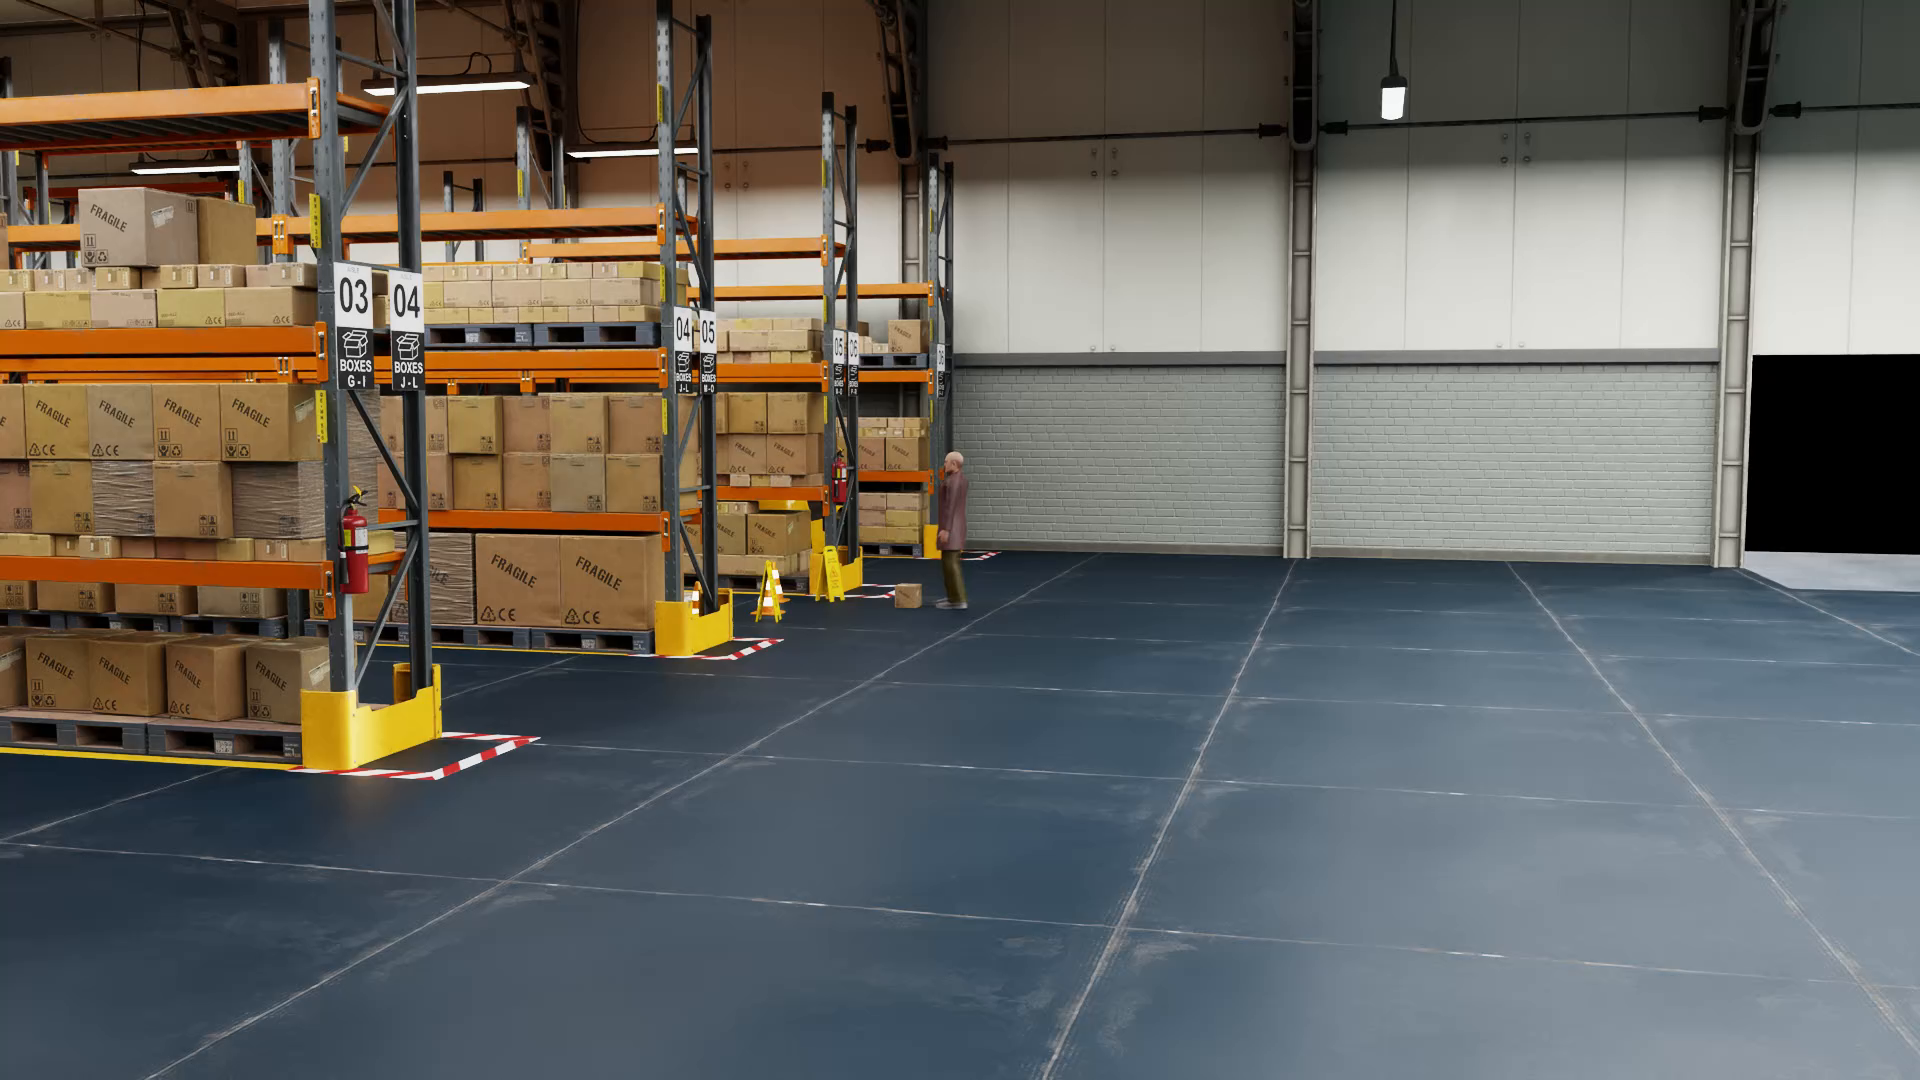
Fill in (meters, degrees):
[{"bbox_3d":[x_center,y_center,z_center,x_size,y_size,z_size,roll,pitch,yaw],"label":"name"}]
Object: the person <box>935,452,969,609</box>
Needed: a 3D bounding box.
[{"bbox_3d":[-0.104,-0.108,18.825,0.412,1.781,0.560,1,5,15],"label":"person"}]
